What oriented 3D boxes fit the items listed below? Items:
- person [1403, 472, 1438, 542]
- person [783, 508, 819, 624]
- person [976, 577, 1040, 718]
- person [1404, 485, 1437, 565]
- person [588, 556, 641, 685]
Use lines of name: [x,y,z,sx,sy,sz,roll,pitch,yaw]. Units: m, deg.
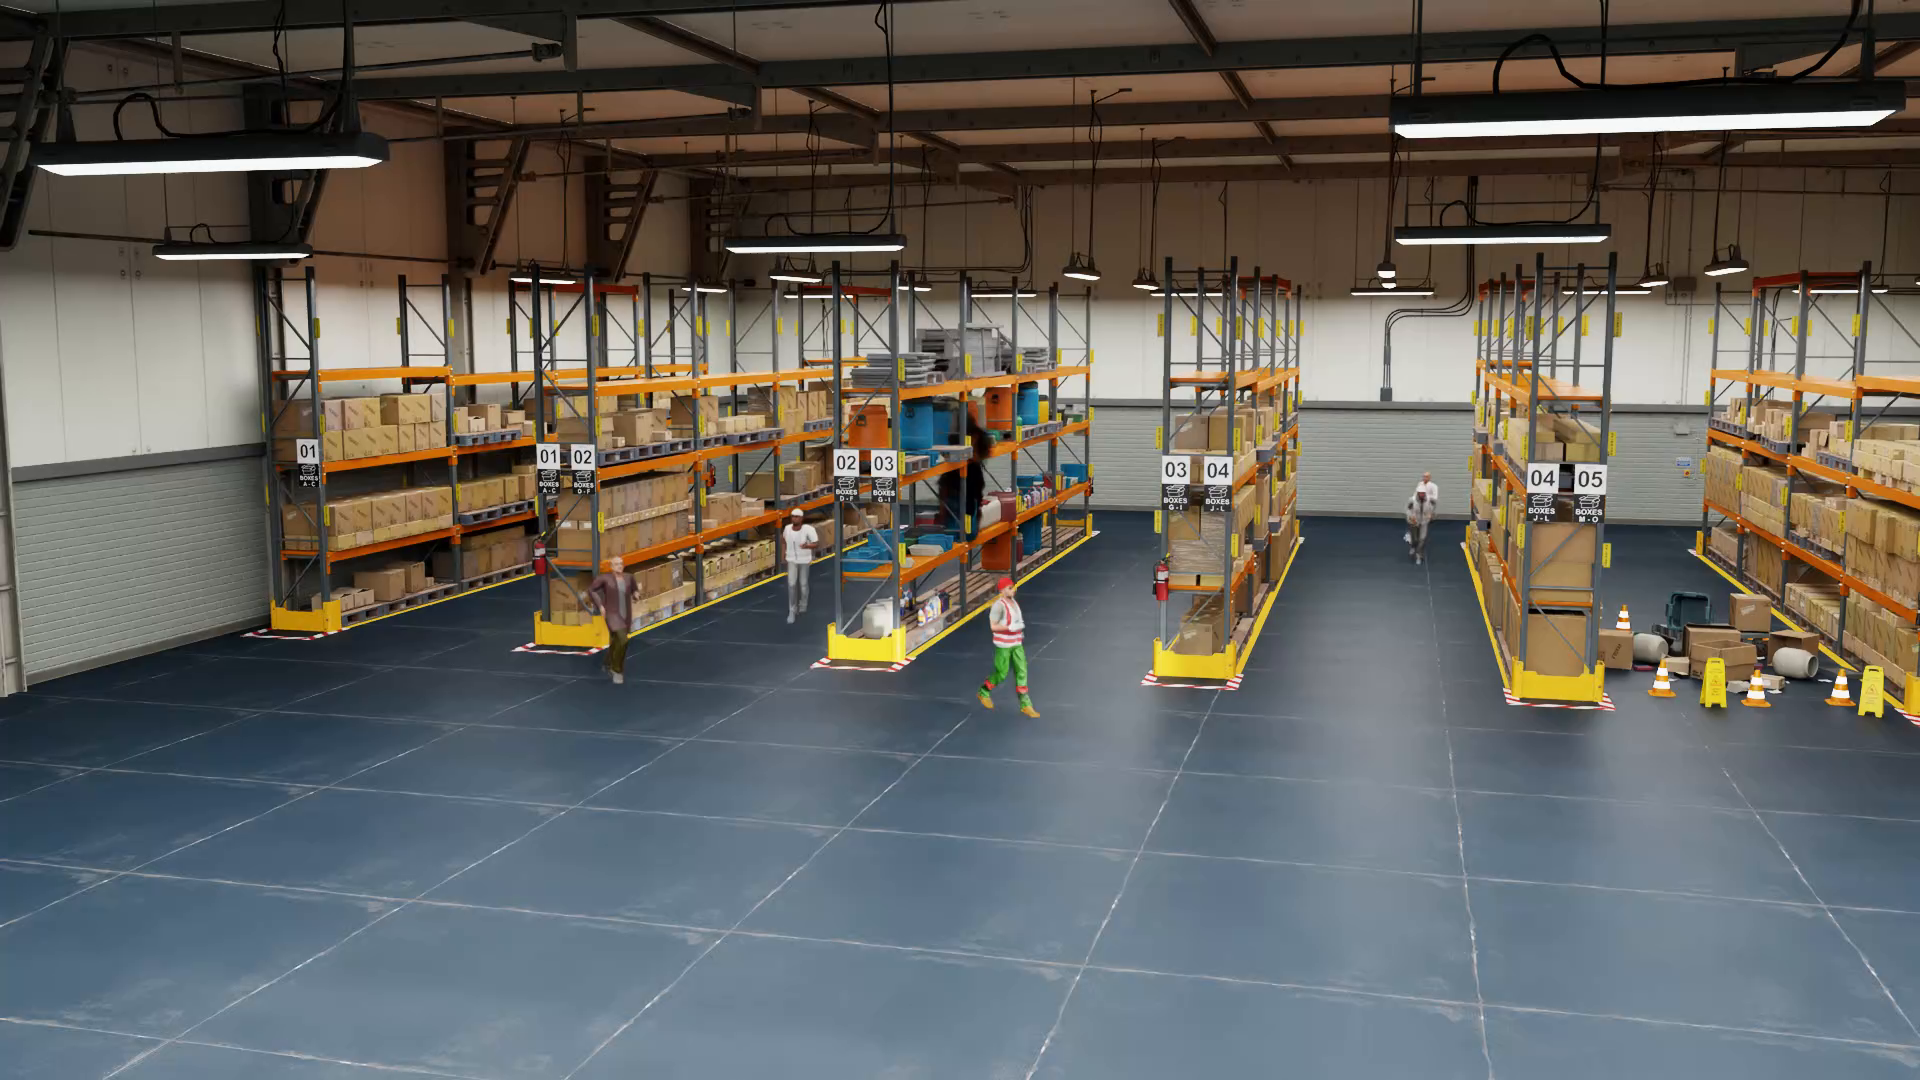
person: [10.733,-0.764,38.841,0.558,1.682,0.924,-6,9,-37]
person: [-2.633,0.419,27.298,0.660,1.888,0.733,1,7,8]
person: [0.619,1.366,21.464,0.968,1.787,0.647,6,10,41]
person: [9.882,-0.360,35.804,0.687,1.730,1.031,0,7,4]
person: [-4.857,1.145,23.693,0.666,1.847,0.825,-7,10,-44]
